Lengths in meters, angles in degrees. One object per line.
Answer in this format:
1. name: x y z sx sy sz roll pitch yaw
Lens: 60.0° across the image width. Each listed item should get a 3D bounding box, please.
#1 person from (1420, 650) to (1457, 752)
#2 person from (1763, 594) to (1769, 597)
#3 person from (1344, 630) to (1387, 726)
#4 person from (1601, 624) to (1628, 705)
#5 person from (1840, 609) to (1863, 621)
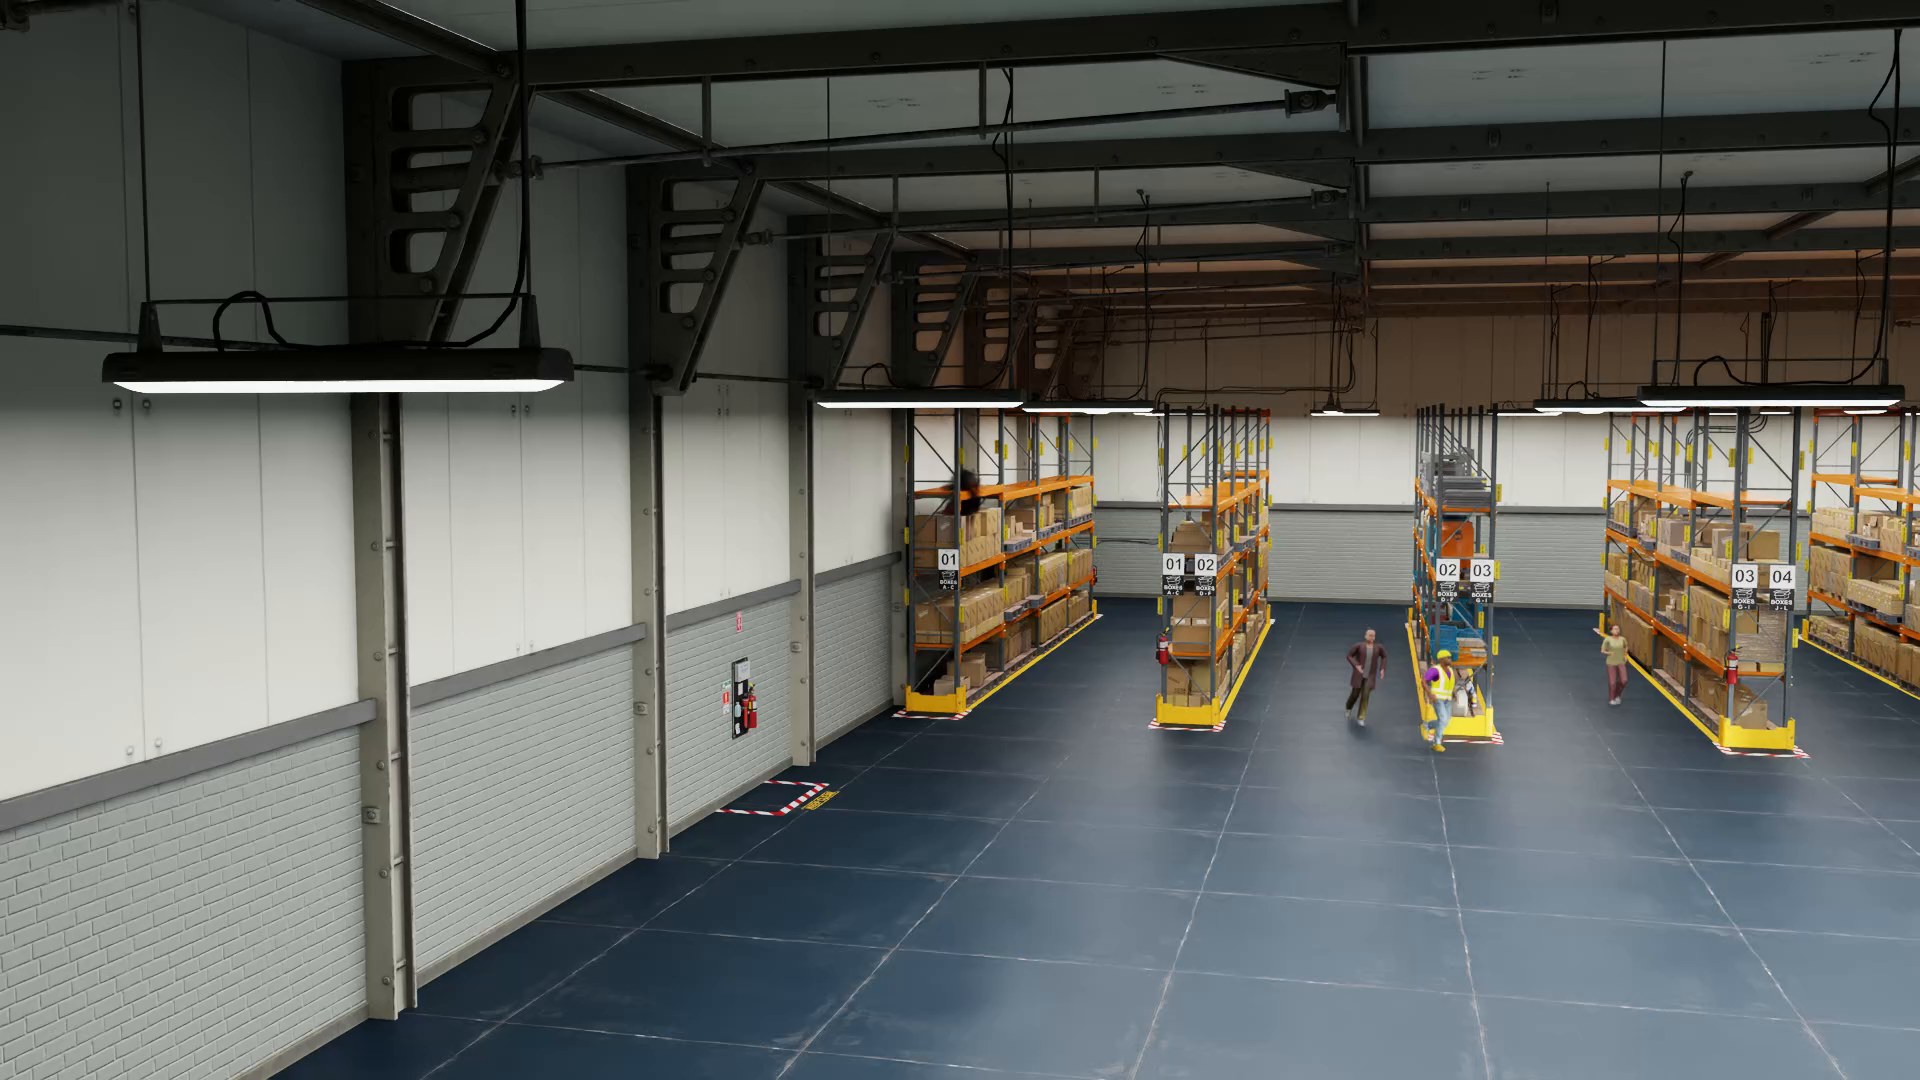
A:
1. person: 8.346 2.770 28.976 0.751 1.715 0.676 -3 5 -34
2. person: 20.328 1.786 41.689 0.711 1.762 0.994 1 4 15
3. person: 7.660 2.557 31.282 0.767 1.759 0.946 0 4 6
4. person: 13.062 2.482 33.095 0.567 1.630 0.563 0 4 6
5. person: 23.598 1.623 44.045 0.953 1.824 0.654 1 4 8
